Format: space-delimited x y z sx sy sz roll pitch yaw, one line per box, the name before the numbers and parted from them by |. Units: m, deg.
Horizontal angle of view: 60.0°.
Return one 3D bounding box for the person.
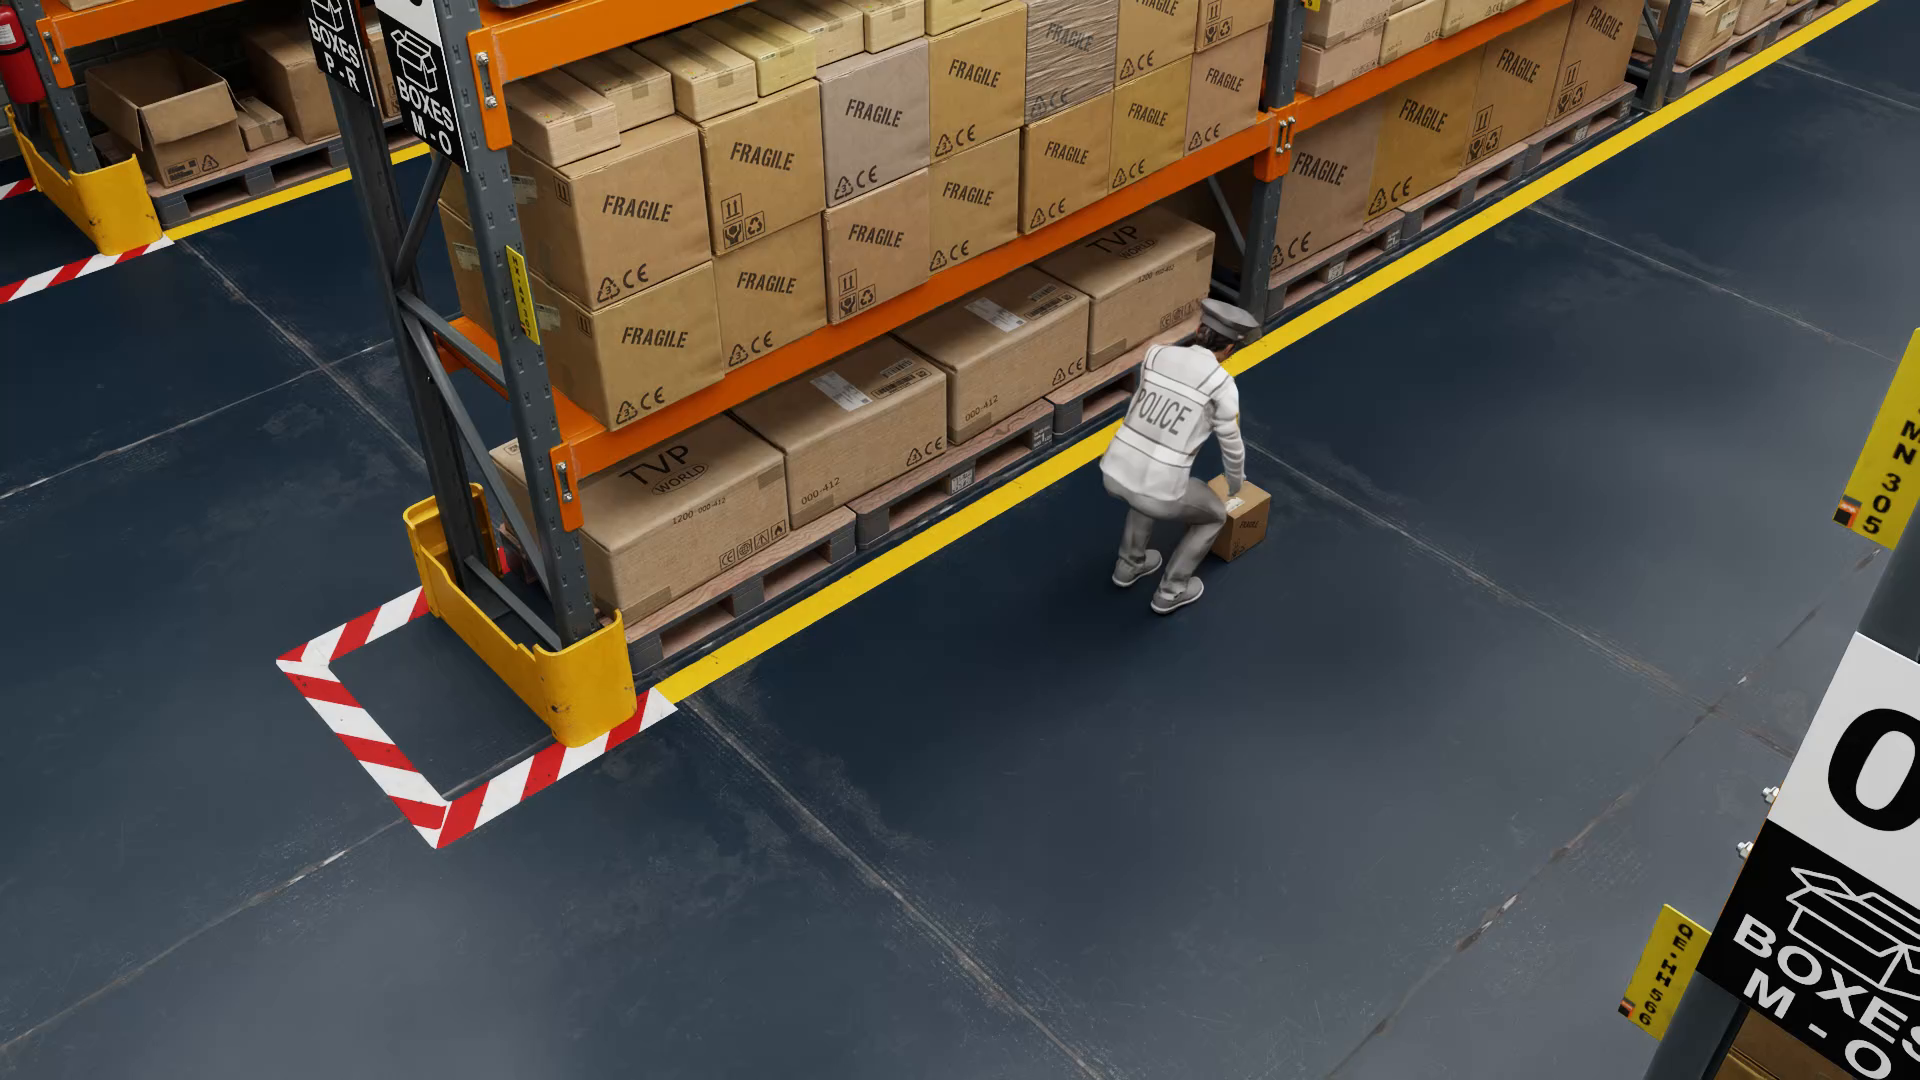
person | 0.883 -0.339 6.861 0.752 1.284 0.533 -30 49 -31
